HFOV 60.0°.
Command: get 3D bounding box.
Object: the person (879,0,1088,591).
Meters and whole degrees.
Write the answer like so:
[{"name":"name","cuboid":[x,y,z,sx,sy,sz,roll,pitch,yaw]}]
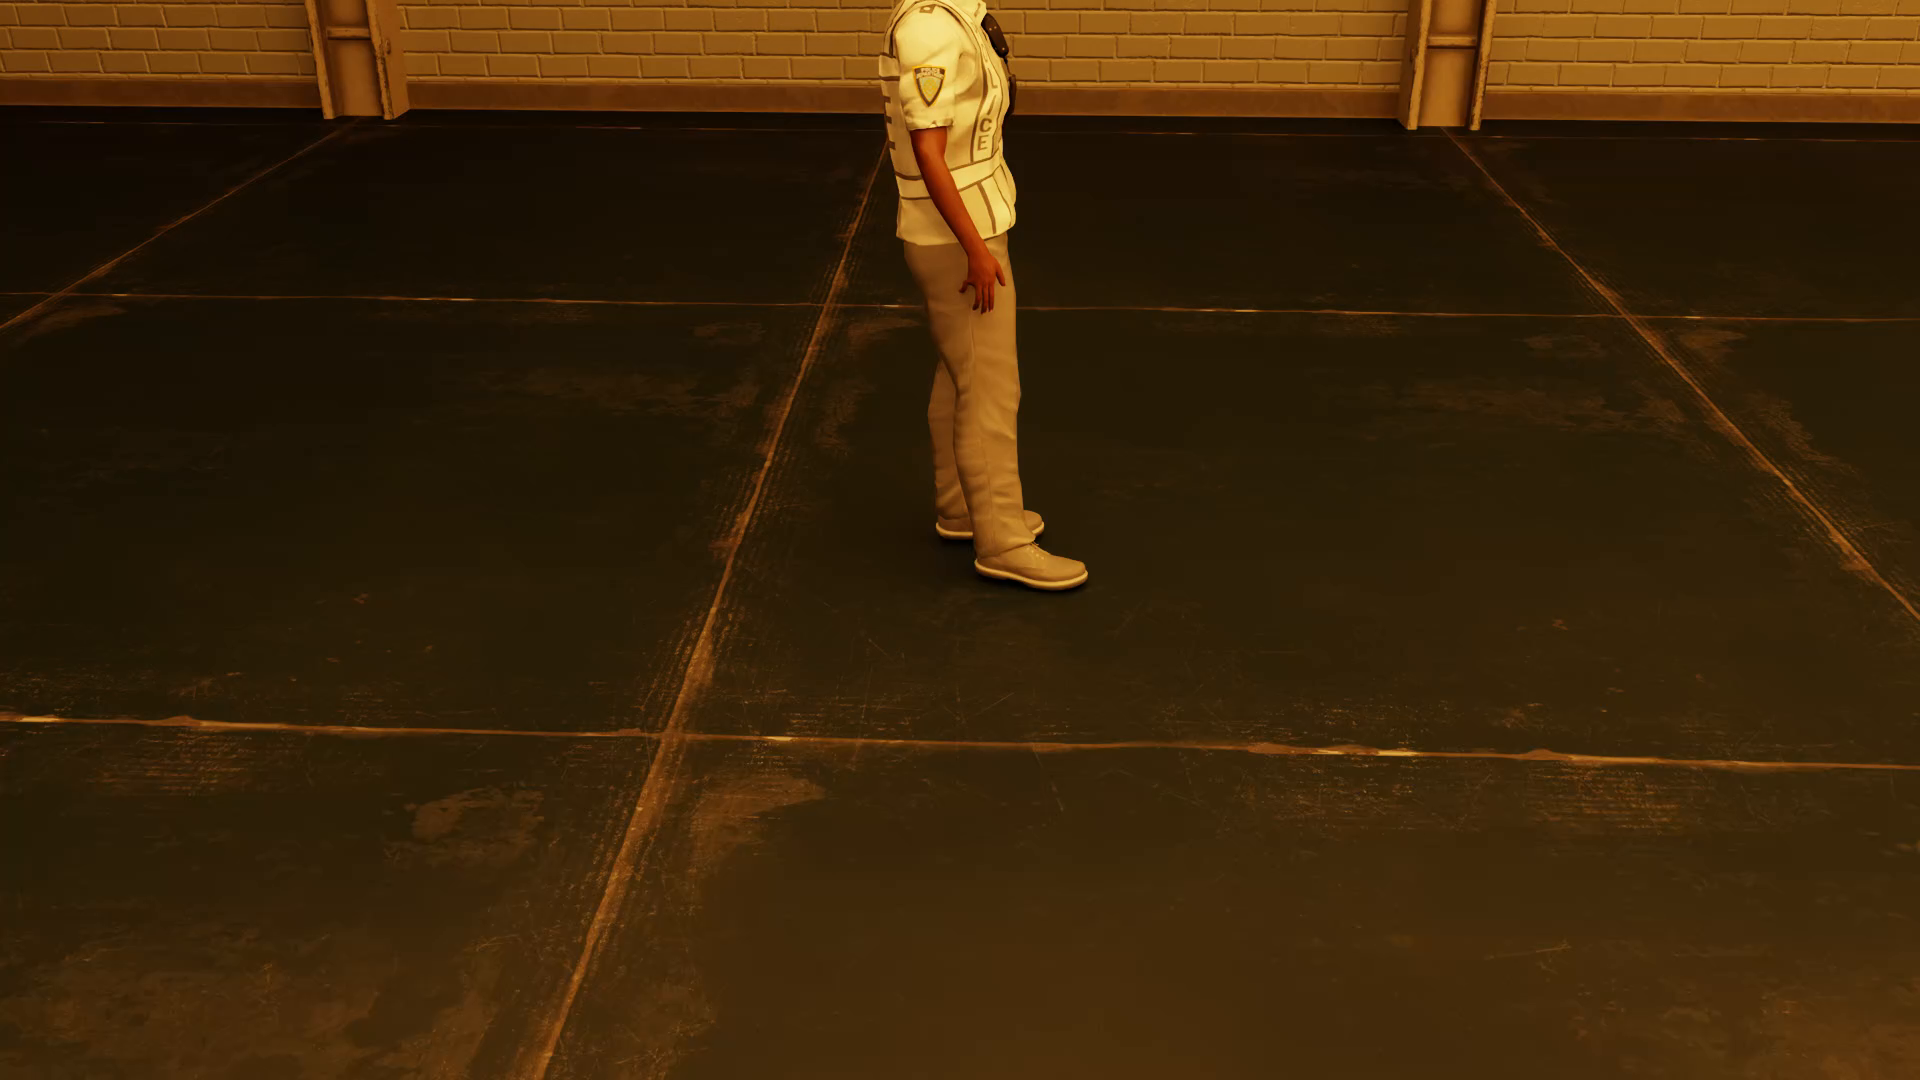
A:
[{"name":"person","cuboid":[0.074,-0.756,4.123,0.530,1.695,0.569,1,26,2]}]
